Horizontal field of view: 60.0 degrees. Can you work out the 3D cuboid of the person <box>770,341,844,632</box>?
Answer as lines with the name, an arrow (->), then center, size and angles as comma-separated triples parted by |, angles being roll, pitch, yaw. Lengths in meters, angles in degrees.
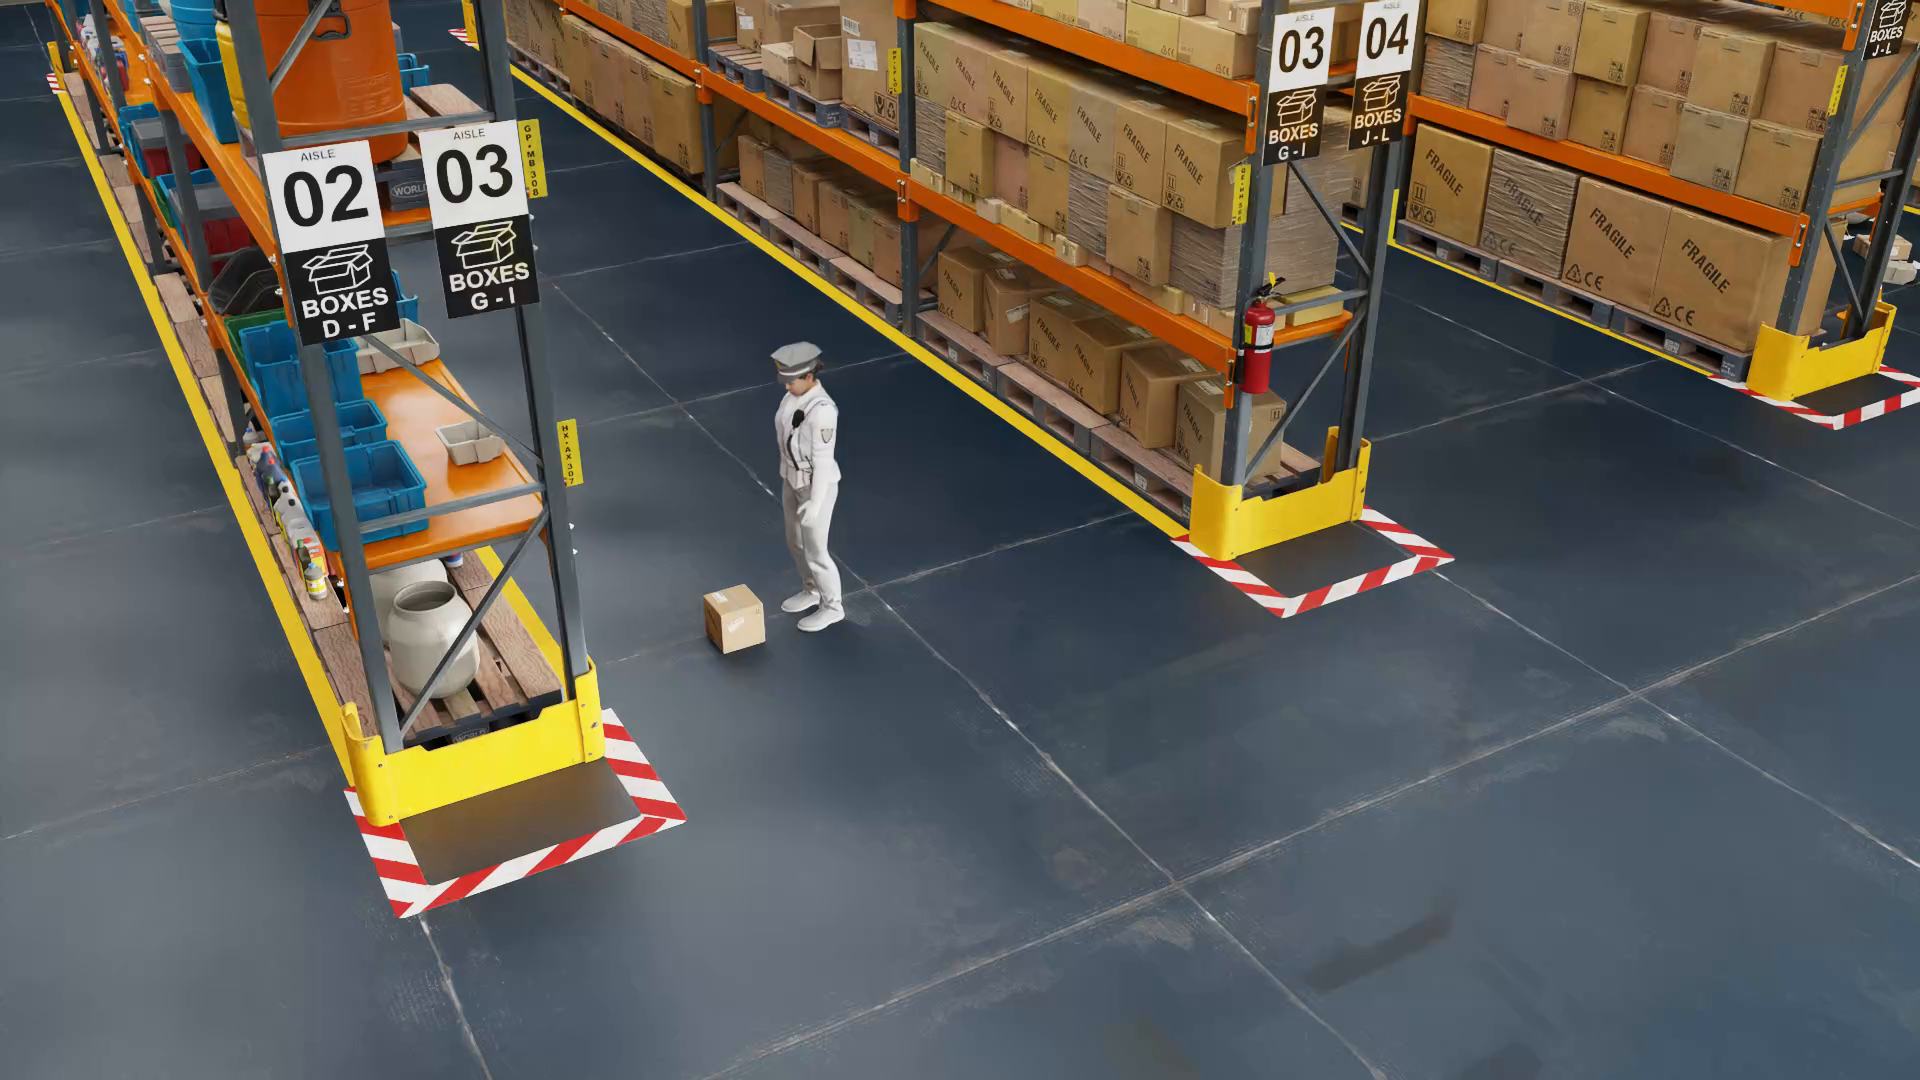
person -> -0.824, -0.284, 9.076 | 0.321, 1.661, 0.475 | -15, 33, -25
